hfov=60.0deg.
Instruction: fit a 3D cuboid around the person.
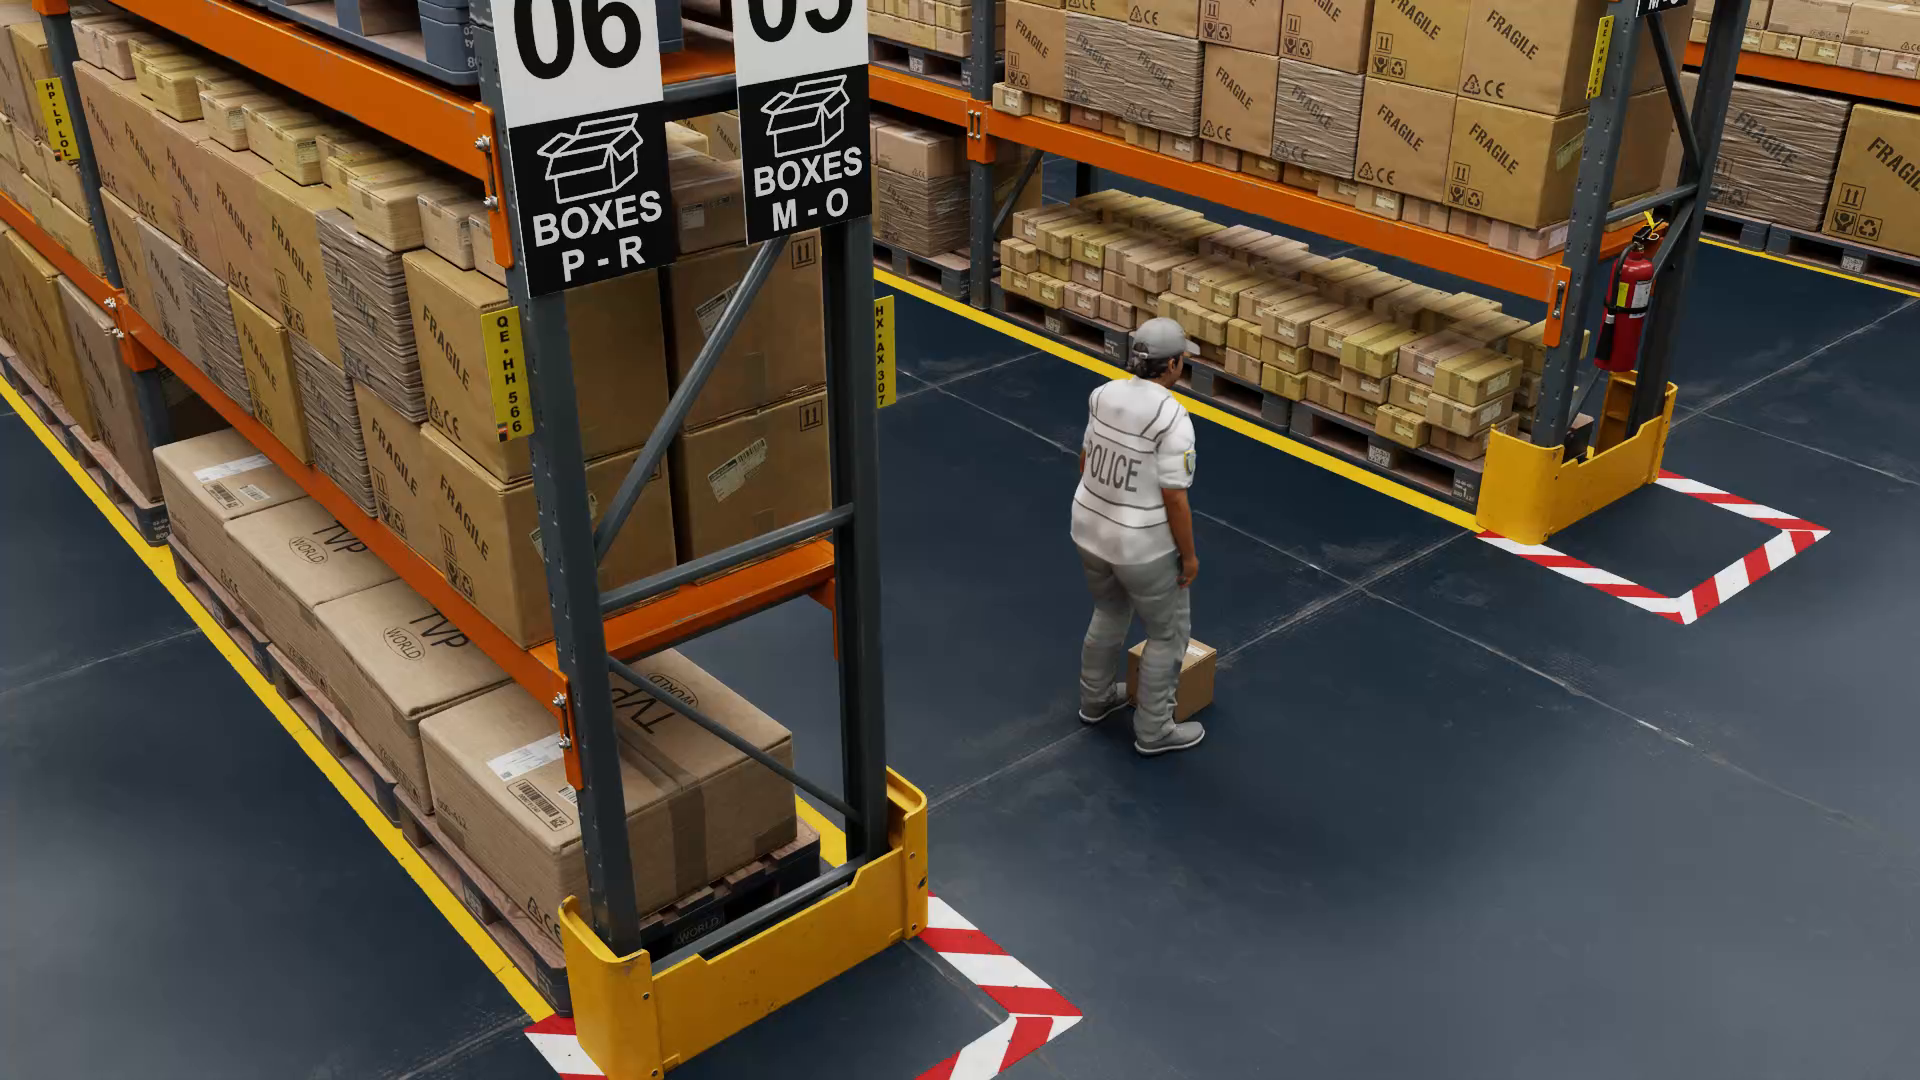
[{"bbox_3d":[0.681,-0.004,6.124,0.468,1.666,0.510,-22,35,-35],"label":"person"}]
